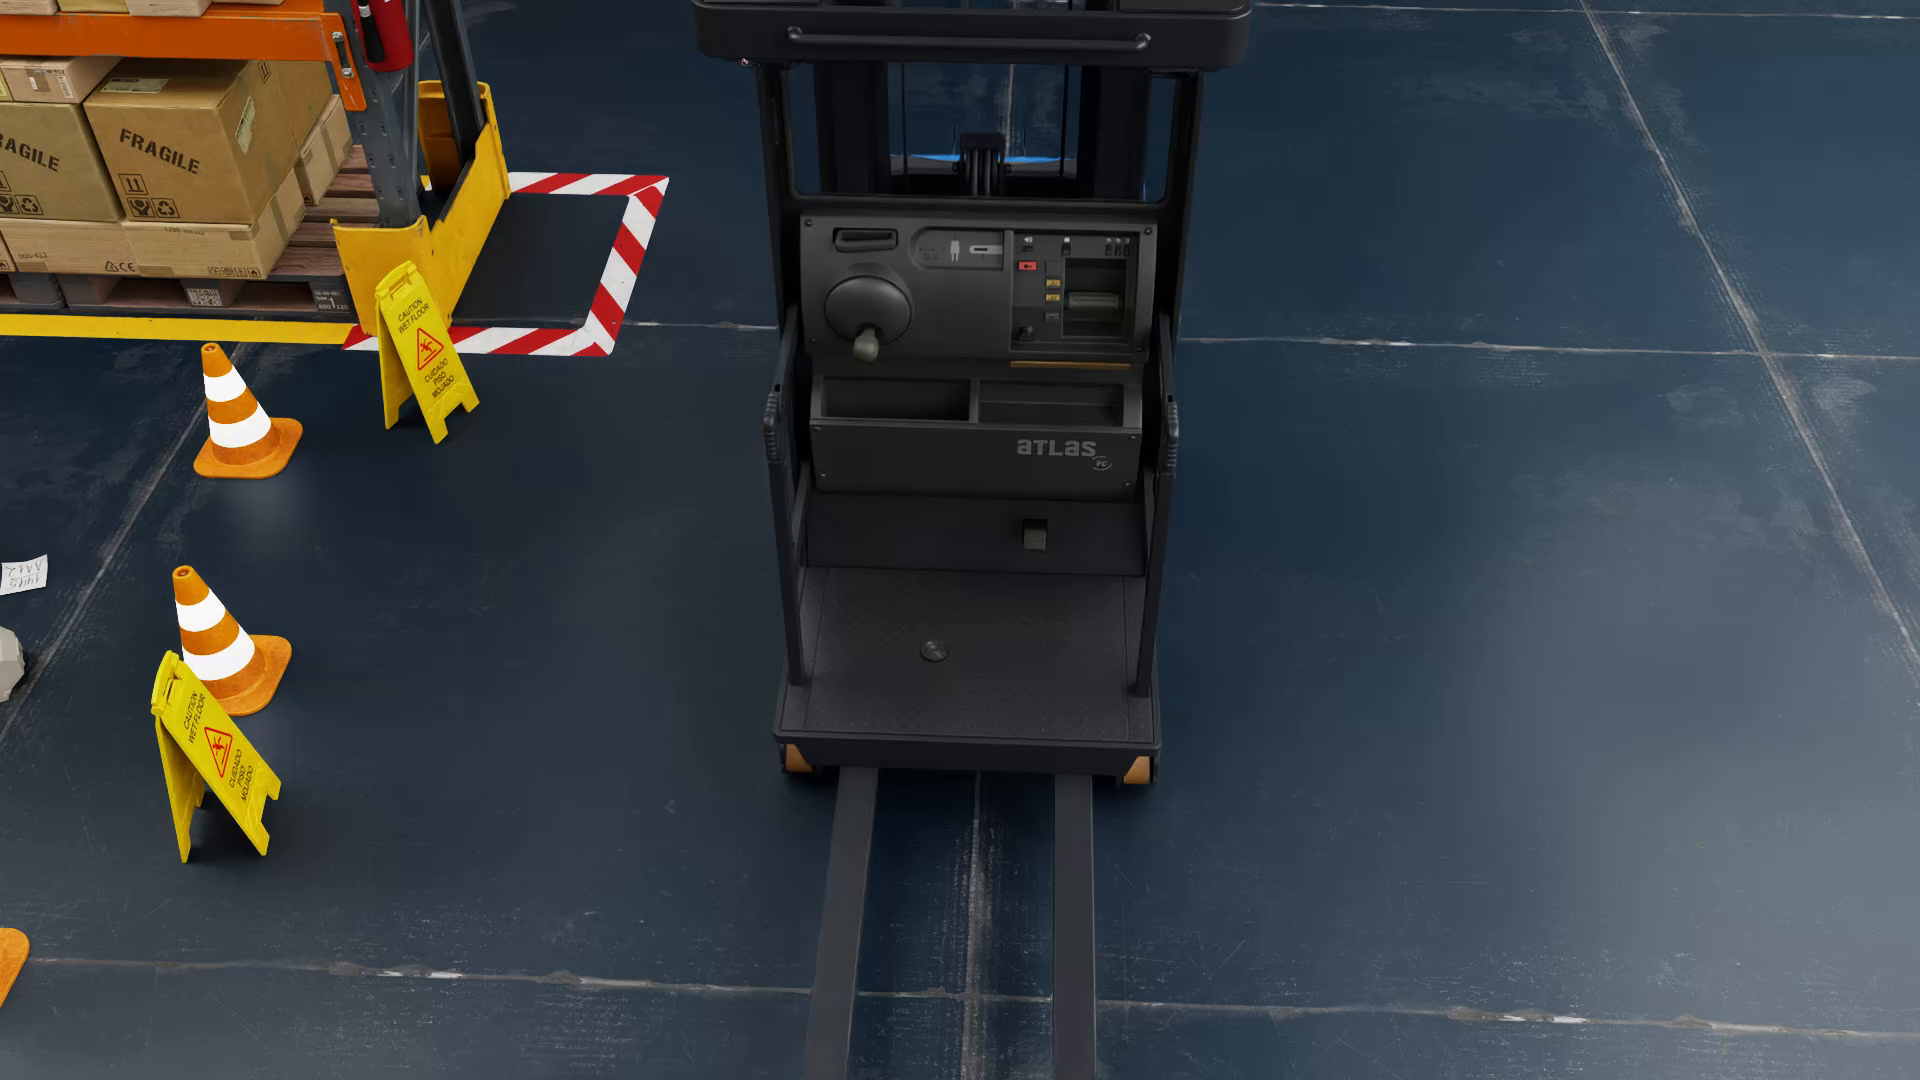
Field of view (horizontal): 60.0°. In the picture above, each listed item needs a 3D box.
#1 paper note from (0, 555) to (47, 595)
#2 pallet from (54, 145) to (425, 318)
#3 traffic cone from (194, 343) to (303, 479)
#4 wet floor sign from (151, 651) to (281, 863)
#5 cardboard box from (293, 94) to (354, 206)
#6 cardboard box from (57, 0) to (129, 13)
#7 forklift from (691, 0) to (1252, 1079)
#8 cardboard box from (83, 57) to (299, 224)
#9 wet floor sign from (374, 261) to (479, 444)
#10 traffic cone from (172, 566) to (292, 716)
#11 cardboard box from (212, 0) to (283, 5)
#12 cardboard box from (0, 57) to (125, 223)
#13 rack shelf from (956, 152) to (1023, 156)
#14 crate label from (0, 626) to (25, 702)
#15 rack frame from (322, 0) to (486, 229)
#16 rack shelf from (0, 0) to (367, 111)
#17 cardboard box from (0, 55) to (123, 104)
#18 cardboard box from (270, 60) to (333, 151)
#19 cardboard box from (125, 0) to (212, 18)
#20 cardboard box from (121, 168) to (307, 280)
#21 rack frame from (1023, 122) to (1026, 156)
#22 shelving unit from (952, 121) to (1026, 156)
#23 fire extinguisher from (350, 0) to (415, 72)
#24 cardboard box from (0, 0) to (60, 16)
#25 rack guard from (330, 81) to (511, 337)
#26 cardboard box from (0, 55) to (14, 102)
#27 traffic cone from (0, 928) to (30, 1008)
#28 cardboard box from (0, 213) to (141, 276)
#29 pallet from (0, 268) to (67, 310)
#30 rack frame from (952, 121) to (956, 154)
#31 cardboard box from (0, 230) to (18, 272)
[{"bbox_3d":[-3.156,0.115,5.604,0.142,0.019,0.148,-12,44,-13],"label":"paper note"},{"bbox_3d":[-3.008,-1.329,7.021,1.213,0.211,1.003,2,43,2],"label":"pallet"},{"bbox_3d":[-2.610,-0.504,5.952,0.334,0.463,0.336,2,43,2],"label":"traffic cone"},{"bbox_3d":[-2.126,0.590,4.643,0.232,0.644,0.267,-5,43,-5],"label":"wet floor sign"},{"bbox_3d":[-2.916,-1.658,7.039,0.500,0.250,0.500,1,43,2],"label":"cardboard box"},{"bbox_3d":[-3.019,-2.026,5.909,0.250,0.149,0.380,1,43,1],"label":"cardboard box"},{"bbox_3d":[0.038,-0.574,4.216,1.130,2.935,3.031,2,43,2],"label":"forklift"},{"bbox_3d":[-2.934,-1.567,6.390,0.500,0.500,0.500,2,43,2],"label":"cardboard box"},{"bbox_3d":[-1.981,-0.702,6.030,0.232,0.644,0.267,16,45,16],"label":"wet floor sign"},{"bbox_3d":[-2.320,0.262,5.129,0.334,0.463,0.336,2,43,2],"label":"traffic cone"},{"bbox_3d":[-2.506,-2.072,5.957,0.250,0.149,0.380,3,43,3],"label":"cardboard box"},{"bbox_3d":[-3.456,-1.580,6.405,0.500,0.500,0.500,3,43,3],"label":"cardboard box"},{"bbox_3d":[0.101,-1.199,5.866,0.240,0.259,0.215,1,43,1],"label":"rack shelf"},{"bbox_3d":[-3.108,0.399,5.221,0.298,0.136,0.250,-19,46,-20],"label":"crate label"},{"bbox_3d":[-2.122,-2.298,6.016,0.127,3.000,1.000,2,43,2],"label":"rack frame"},{"bbox_3d":[-4.120,-2.096,6.327,4.000,0.370,1.077,2,43,2],"label":"rack shelf"},{"bbox_3d":[-3.304,-1.770,6.132,0.250,0.149,0.380,3,43,3],"label":"cardboard box"},{"bbox_3d":[-2.939,-1.933,6.783,0.500,0.500,0.500,0,43,0],"label":"cardboard box"},{"bbox_3d":[-2.764,-2.004,5.885,0.250,0.149,0.380,1,43,1],"label":"cardboard box"},{"bbox_3d":[-2.966,-1.288,6.641,0.500,0.250,0.500,2,43,2],"label":"cardboard box"},{"bbox_3d":[0.223,-0.997,6.050,0.008,1.050,0.200,1,43,1],"label":"rack frame"},{"bbox_3d":[0.101,-0.999,6.052,0.252,1.050,0.215,1,43,1],"label":"shelving unit"},{"bbox_3d":[-2.029,-1.952,5.702,0.183,0.674,0.296,2,43,2],"label":"fire extinguisher"},{"bbox_3d":[-3.277,-2.014,5.895,0.250,0.149,0.380,2,43,3],"label":"cardboard box"},{"bbox_3d":[-2.198,-1.385,6.870,0.348,0.500,1.175,2,43,2],"label":"rack guard"},{"bbox_3d":[-3.555,-1.779,6.143,0.250,0.149,0.380,2,43,3],"label":"cardboard box"},{"bbox_3d":[-2.711,1.021,4.314,0.334,0.463,0.336,2,43,2],"label":"traffic cone"},{"bbox_3d":[-3.459,-1.308,6.663,0.500,0.250,0.500,2,43,2],"label":"cardboard box"},{"bbox_3d":[-4.224,-1.368,7.064,1.213,0.211,1.003,2,43,2],"label":"pallet"},{"bbox_3d":[-0.021,-1.002,6.055,0.008,1.050,0.200,1,43,1],"label":"rack frame"},{"bbox_3d":[-3.982,-1.320,6.676,0.500,0.250,0.500,0,43,0],"label":"cardboard box"}]
